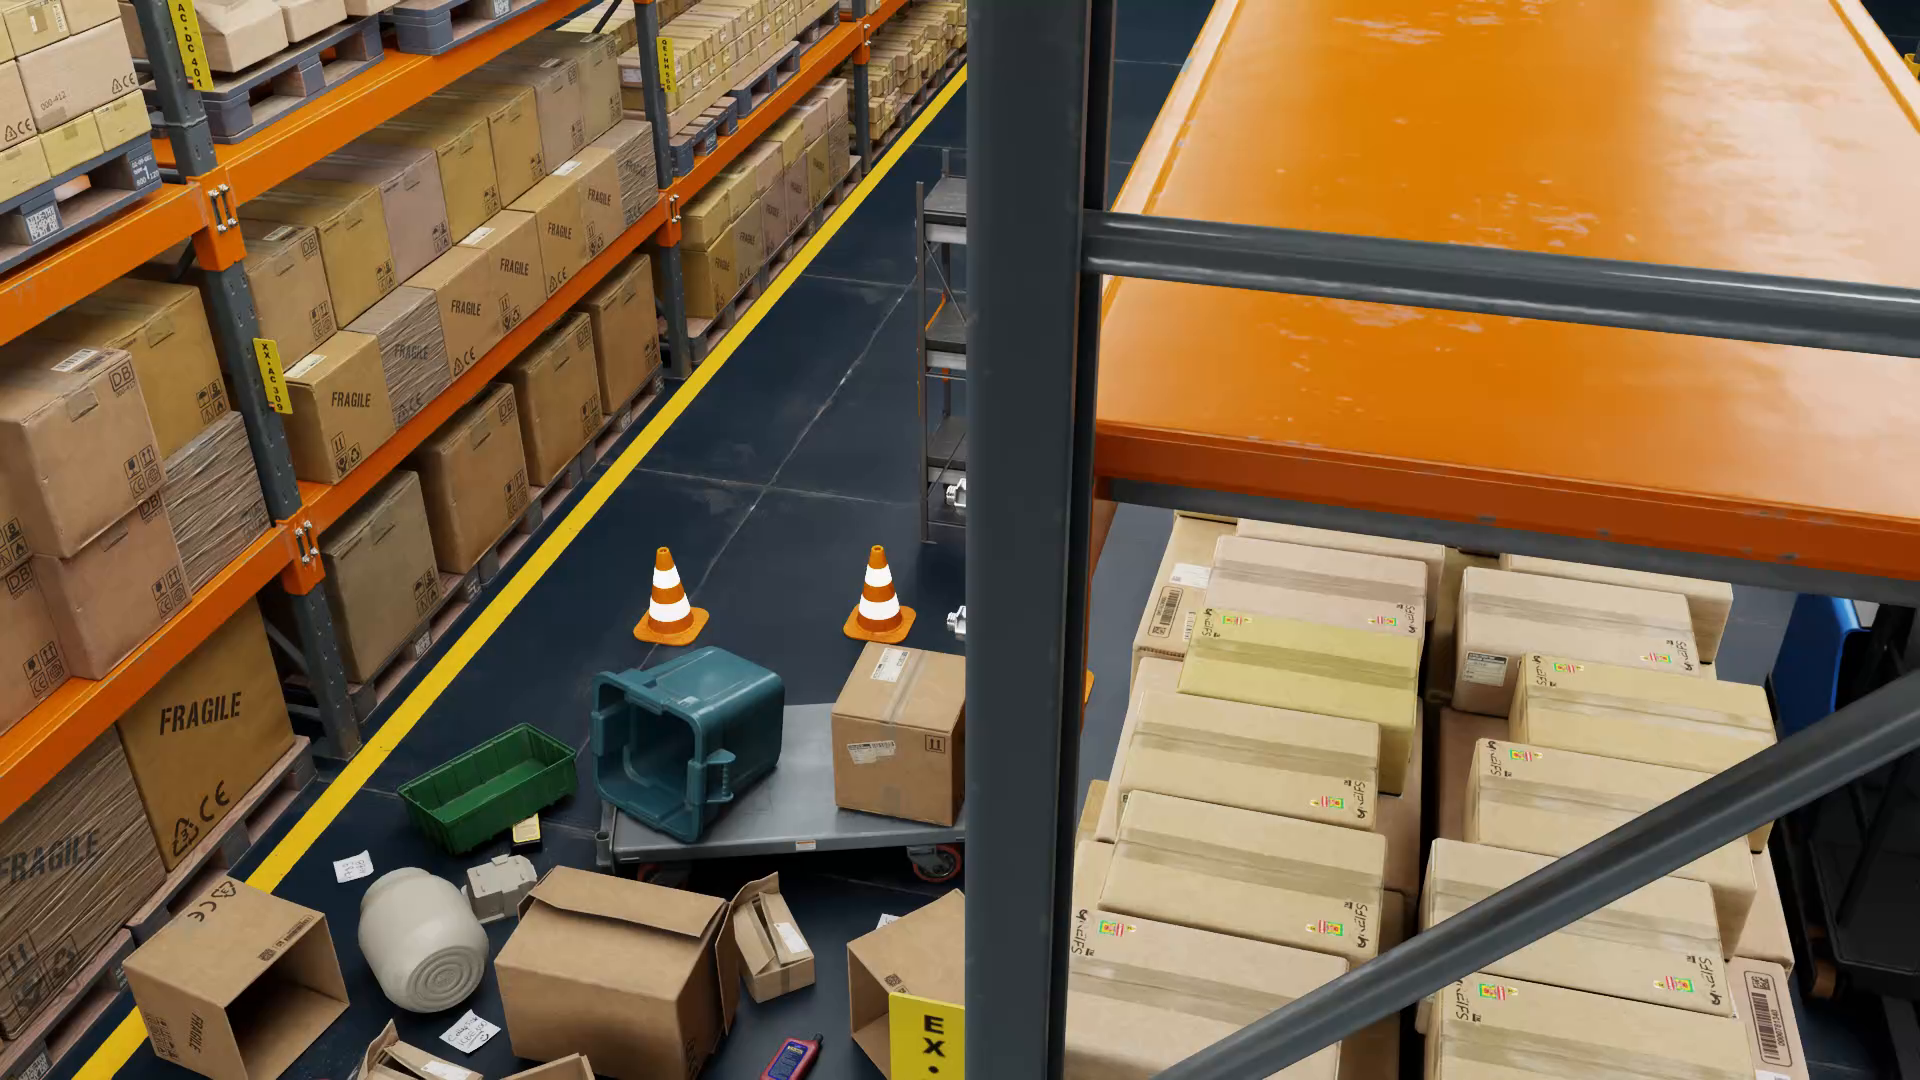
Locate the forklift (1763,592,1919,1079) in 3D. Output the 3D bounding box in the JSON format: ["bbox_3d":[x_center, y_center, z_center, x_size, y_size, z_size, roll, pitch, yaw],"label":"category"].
[{"bbox_3d":[3.908,0.460,5.864,1.130,2.935,3.031,8,33,13],"label":"forklift"}]

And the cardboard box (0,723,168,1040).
[{"bbox_3d":[-3.748,1.172,6.269,0.875,0.875,0.875,8,33,13],"label":"cardboard box"}]

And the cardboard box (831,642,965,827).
[{"bbox_3d":[-0.212,0.798,6.893,0.500,0.500,0.500,8,33,12],"label":"cardboard box"}]

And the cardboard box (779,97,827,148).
[{"bbox_3d":[-1.353,-3.237,12.855,0.500,0.250,0.500,10,34,15],"label":"cardboard box"}]

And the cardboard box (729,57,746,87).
[{"bbox_3d":[-1.703,-3.242,11.466,0.380,0.149,0.250,9,34,14],"label":"cardboard box"}]

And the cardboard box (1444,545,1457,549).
[{"bbox_3d":[1.281,0.018,3.563,0.500,0.250,0.500,9,33,13],"label":"cardboard box"}]

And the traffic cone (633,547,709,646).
[{"bbox_3d":[-1.495,0.248,8.498,0.336,0.463,0.334,8,33,12],"label":"traffic cone"}]

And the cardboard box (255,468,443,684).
[{"bbox_3d":[-3.225,0.106,8.063,1.050,0.750,0.750,8,33,12],"label":"cardboard box"}]

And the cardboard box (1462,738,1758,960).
[{"bbox_3d":[0.962,0.458,2.499,0.380,0.149,0.250,8,33,12],"label":"cardboard box"}]

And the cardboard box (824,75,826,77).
[{"bbox_3d":[-1.401,-4.067,14.633,0.380,0.149,0.250,8,33,13],"label":"cardboard box"}]

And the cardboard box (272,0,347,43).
[{"bbox_3d":[-2.793,-2.216,6.963,0.250,0.149,0.380,8,33,12],"label":"cardboard box"}]

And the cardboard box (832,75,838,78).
[{"bbox_3d":[-1.227,-4.190,15.104,0.380,0.149,0.250,8,33,13],"label":"cardboard box"}]

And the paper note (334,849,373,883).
[{"bbox_3d":[-2.591,1.393,7.100,0.147,0.020,0.142,-14,35,-21],"label":"paper note"}]

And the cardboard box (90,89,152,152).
[{"bbox_3d":[-3.079,-1.479,5.804,0.380,0.149,0.250,8,33,12],"label":"cardboard box"}]

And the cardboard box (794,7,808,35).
[{"bbox_3d":[-1.369,-3.928,12.545,0.380,0.149,0.250,6,33,10],"label":"cardboard box"}]

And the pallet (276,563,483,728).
[{"bbox_3d":[-3.173,0.434,8.441,1.003,0.211,1.213,8,33,12],"label":"pallet"}]

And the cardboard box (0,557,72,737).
[{"bbox_3d":[-3.746,0.350,5.833,0.875,0.550,0.550,8,33,12],"label":"cardboard box"}]

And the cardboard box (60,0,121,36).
[{"bbox_3d":[-3.080,-1.815,5.589,0.380,0.149,0.250,8,33,12],"label":"cardboard box"}]

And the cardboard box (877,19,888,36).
[{"bbox_3d":[-0.916,-5.004,16.106,0.380,0.149,0.250,9,34,14],"label":"cardboard box"}]

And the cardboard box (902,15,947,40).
[{"bbox_3d":[-0.343,-4.928,15.988,0.380,0.149,0.250,9,34,14],"label":"cardboard box"}]

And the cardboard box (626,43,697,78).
[{"bbox_3d":[-1.910,-3.083,10.662,0.380,0.149,0.250,7,33,11],"label":"cardboard box"}]

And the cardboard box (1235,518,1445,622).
[{"bbox_3d":[0.728,0.007,3.208,0.380,0.149,0.250,7,33,11],"label":"cardboard box"}]

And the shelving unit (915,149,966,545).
[{"bbox_3d":[0.042,-0.972,8.892,0.431,2.100,0.503,8,33,12],"label":"shelving unit"}]

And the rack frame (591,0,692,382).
[{"bbox_3d":[-2.281,-2.408,10.312,1.000,3.000,0.127,8,33,12],"label":"rack frame"}]

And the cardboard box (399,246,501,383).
[{"bbox_3d":[-2.645,-1.132,8.211,0.500,0.500,0.500,8,33,12],"label":"cardboard box"}]

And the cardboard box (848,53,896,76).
[{"bbox_3d":[-0.790,-4.271,14.953,0.380,0.149,0.250,7,33,11],"label":"cardboard box"}]

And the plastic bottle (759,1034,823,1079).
[{"bbox_3d":[-0.624,1.944,6.205,0.133,0.061,0.283,14,35,21],"label":"plastic bottle"}]

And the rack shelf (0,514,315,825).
[{"bbox_3d":[-3.803,1.009,5.607,1.077,0.370,4.000,8,33,12],"label":"rack shelf"}]

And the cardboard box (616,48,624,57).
[{"bbox_3d":[-2.465,-3.199,11.121,0.380,0.149,0.250,9,33,14],"label":"cardboard box"}]

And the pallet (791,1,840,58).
[{"bbox_3d":[-1.600,-4.026,13.035,1.003,0.211,1.213,8,33,12],"label":"pallet"}]

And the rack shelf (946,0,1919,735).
[{"bbox_3d":[1.010,-0.900,3.021,1.077,0.370,4.000,8,33,12],"label":"rack shelf"}]

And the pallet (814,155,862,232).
[{"bbox_3d":[-1.462,-2.903,13.689,1.003,0.211,1.213,8,33,12],"label":"pallet"}]

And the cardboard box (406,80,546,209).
[{"bbox_3d":[-2.659,-2.111,8.820,0.700,0.500,0.500,8,33,12],"label":"cardboard box"}]

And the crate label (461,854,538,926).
[{"bbox_3d":[-1.916,1.441,6.926,0.298,0.136,0.250,-14,35,-21],"label":"crate label"}]

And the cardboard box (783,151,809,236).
[{"bbox_3d":[-1.475,-2.656,12.640,0.500,0.500,0.500,7,33,11],"label":"cardboard box"}]

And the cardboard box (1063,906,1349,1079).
[{"bbox_3d":[0.303,0.653,2.192,0.380,0.149,0.250,8,33,13],"label":"cardboard box"}]

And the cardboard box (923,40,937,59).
[{"bbox_3d":[-0.441,-4.675,15.867,0.380,0.149,0.250,10,34,15],"label":"cardboard box"}]

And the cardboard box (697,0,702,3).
[{"bbox_3d":[-2.071,-3.995,12.373,0.380,0.149,0.250,9,34,14],"label":"cardboard box"}]

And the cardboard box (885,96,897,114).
[{"bbox_3d":[-0.782,-3.877,14.889,0.380,0.149,0.250,8,33,12],"label":"cardboard box"}]

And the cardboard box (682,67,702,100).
[{"bbox_3d":[-1.897,-2.969,10.760,0.380,0.149,0.250,10,34,15],"label":"cardboard box"}]

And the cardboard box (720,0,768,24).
[{"bbox_3d":[-1.577,-3.755,11.718,0.380,0.149,0.250,8,33,12],"label":"cardboard box"}]

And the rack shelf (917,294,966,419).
[{"bbox_3d":[0.042,-0.960,8.899,0.431,0.518,0.480,8,33,12],"label":"rack shelf"}]

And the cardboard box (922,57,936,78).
[{"bbox_3d":[-0.443,-4.549,15.946,0.380,0.149,0.250,9,33,13],"label":"cardboard box"}]

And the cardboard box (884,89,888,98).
[{"bbox_3d":[-0.860,-4.003,14.809,0.380,0.149,0.250,8,33,12],"label":"cardboard box"}]

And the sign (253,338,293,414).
[{"bbox_3d":[-2.759,-0.656,6.675,0.100,0.325,0.005,8,33,12],"label":"sign"}]

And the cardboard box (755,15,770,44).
[{"bbox_3d":[-1.574,-3.637,11.811,0.380,0.149,0.250,9,34,14],"label":"cardboard box"}]

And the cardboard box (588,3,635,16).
[{"bbox_3d":[-2.336,-3.576,11.438,0.380,0.149,0.250,8,33,12],"label":"cardboard box"}]

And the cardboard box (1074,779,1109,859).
[{"bbox_3d":[0.587,0.940,3.742,0.700,0.500,0.500,8,33,12],"label":"cardboard box"}]
